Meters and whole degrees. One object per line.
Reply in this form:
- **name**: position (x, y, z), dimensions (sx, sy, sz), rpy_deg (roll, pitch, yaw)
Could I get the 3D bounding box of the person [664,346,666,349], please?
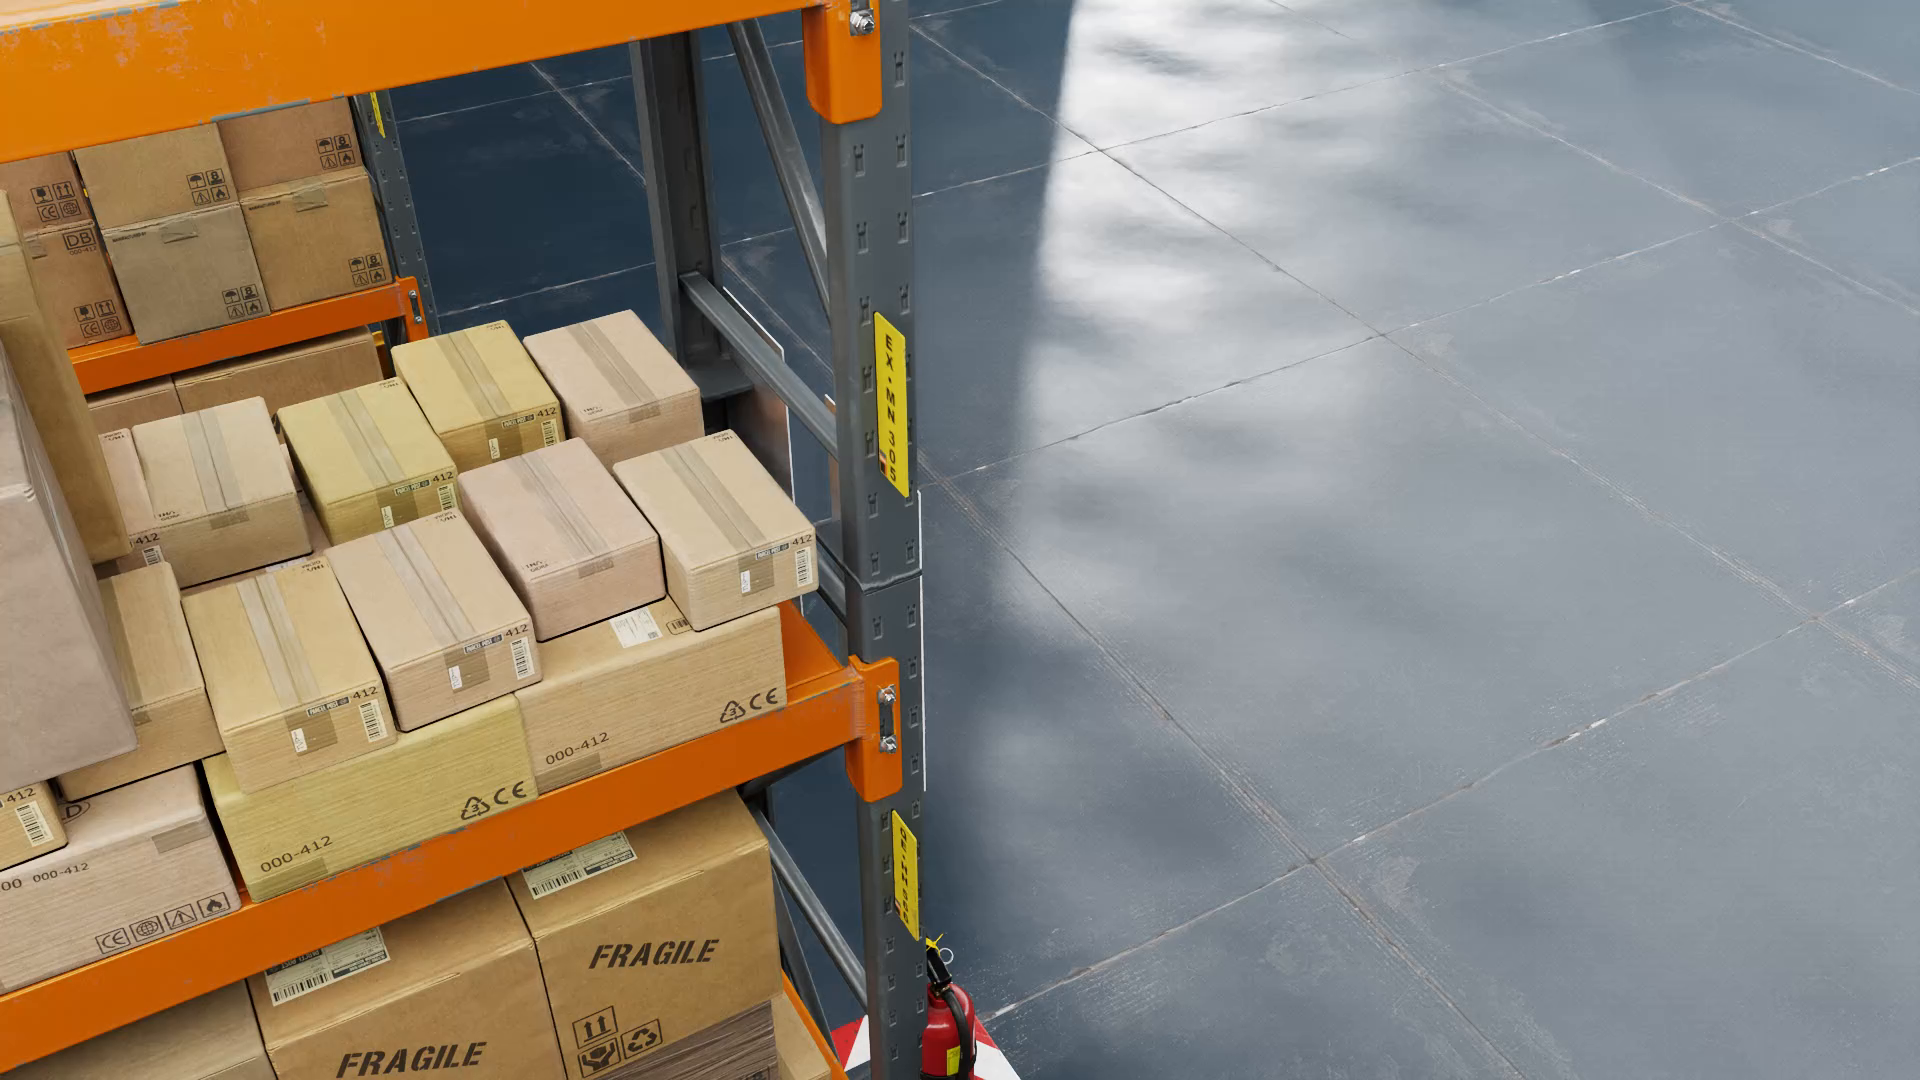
- **person**: position (-1.130, -0.150, 7.131), dimensions (0.345, 1.592, 0.463), rpy_deg (-19, 41, -23)
